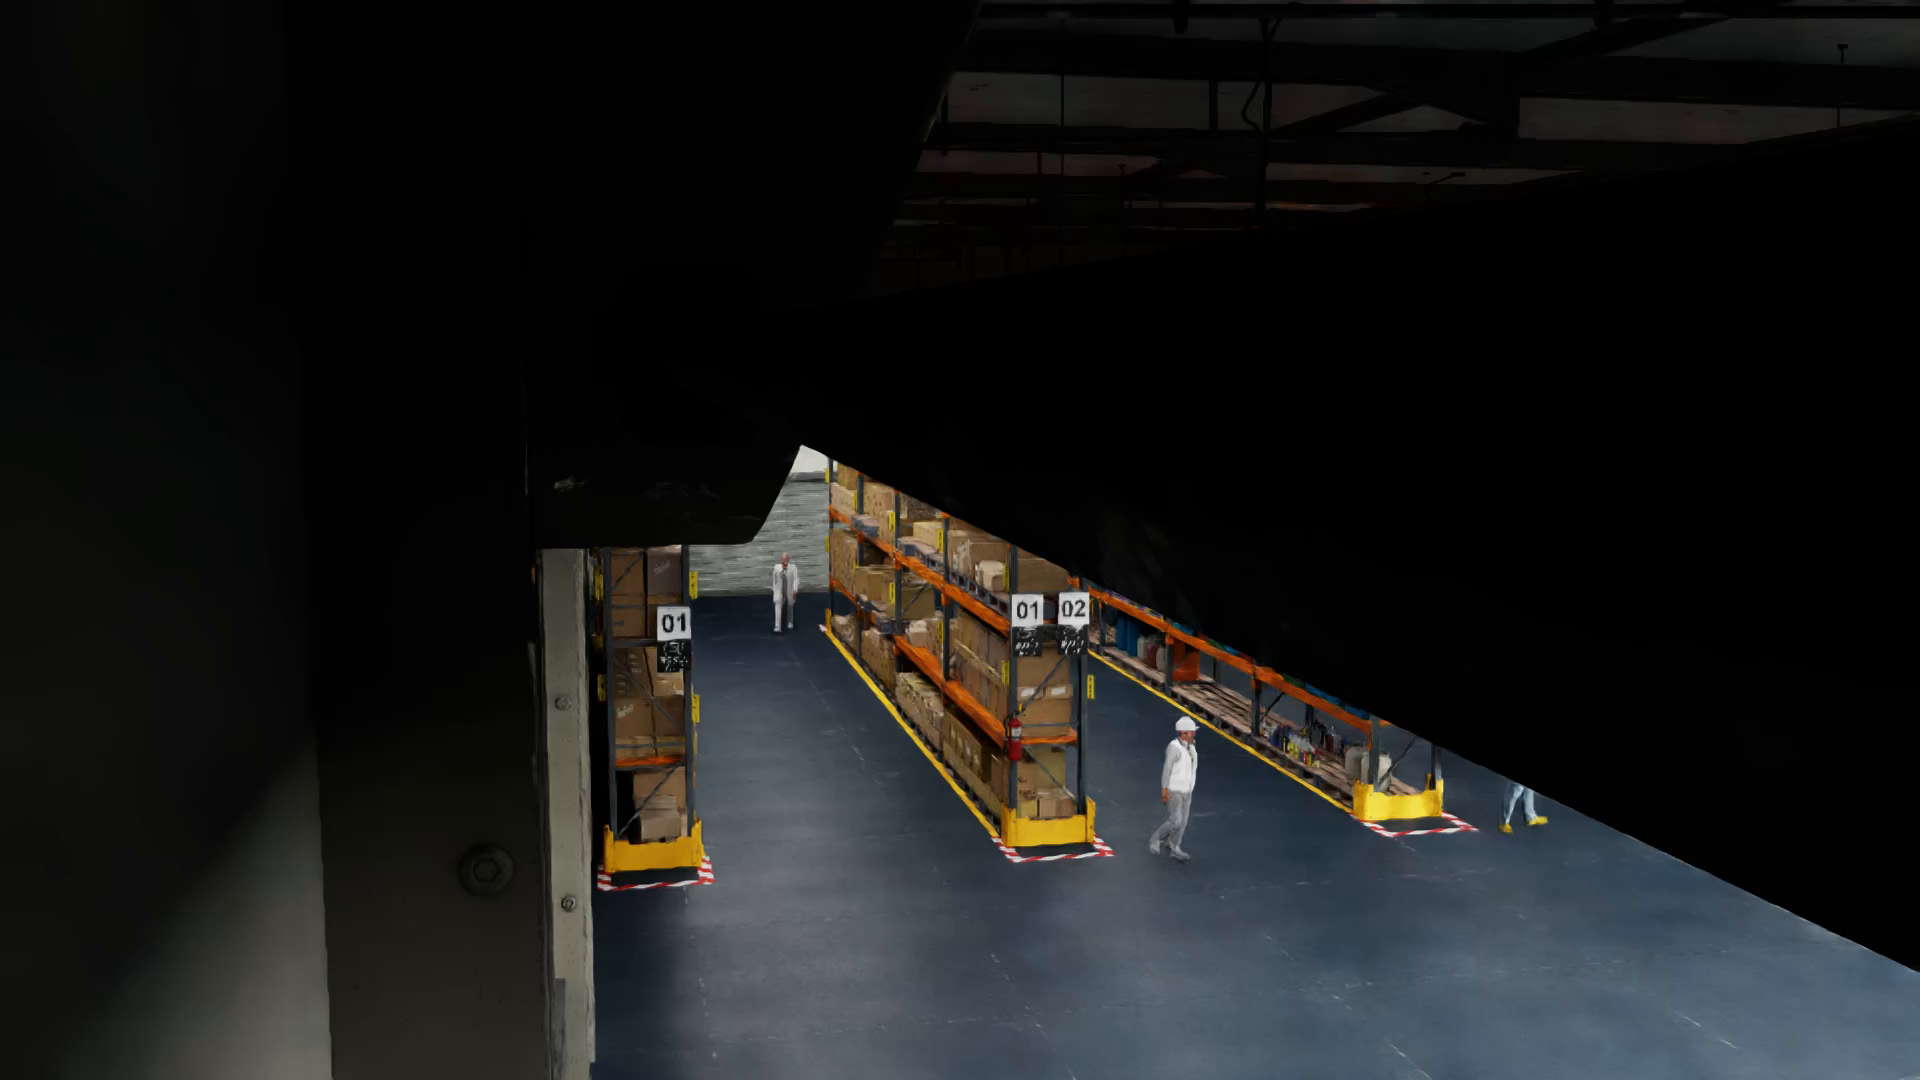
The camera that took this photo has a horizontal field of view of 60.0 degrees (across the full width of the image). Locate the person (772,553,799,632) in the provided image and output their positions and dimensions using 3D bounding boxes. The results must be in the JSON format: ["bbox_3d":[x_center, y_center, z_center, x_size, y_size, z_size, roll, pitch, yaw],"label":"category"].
[{"bbox_3d":[-3.829,1.131,36.459,0.600,1.714,1.097,0,7,-2],"label":"person"}]

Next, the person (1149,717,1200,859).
[{"bbox_3d":[2.643,3.037,20.440,0.558,1.768,0.586,6,9,40],"label":"person"}]

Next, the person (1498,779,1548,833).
[{"bbox_3d":[7.341,2.887,21.601,0.567,1.755,0.744,3,8,26],"label":"person"}]
